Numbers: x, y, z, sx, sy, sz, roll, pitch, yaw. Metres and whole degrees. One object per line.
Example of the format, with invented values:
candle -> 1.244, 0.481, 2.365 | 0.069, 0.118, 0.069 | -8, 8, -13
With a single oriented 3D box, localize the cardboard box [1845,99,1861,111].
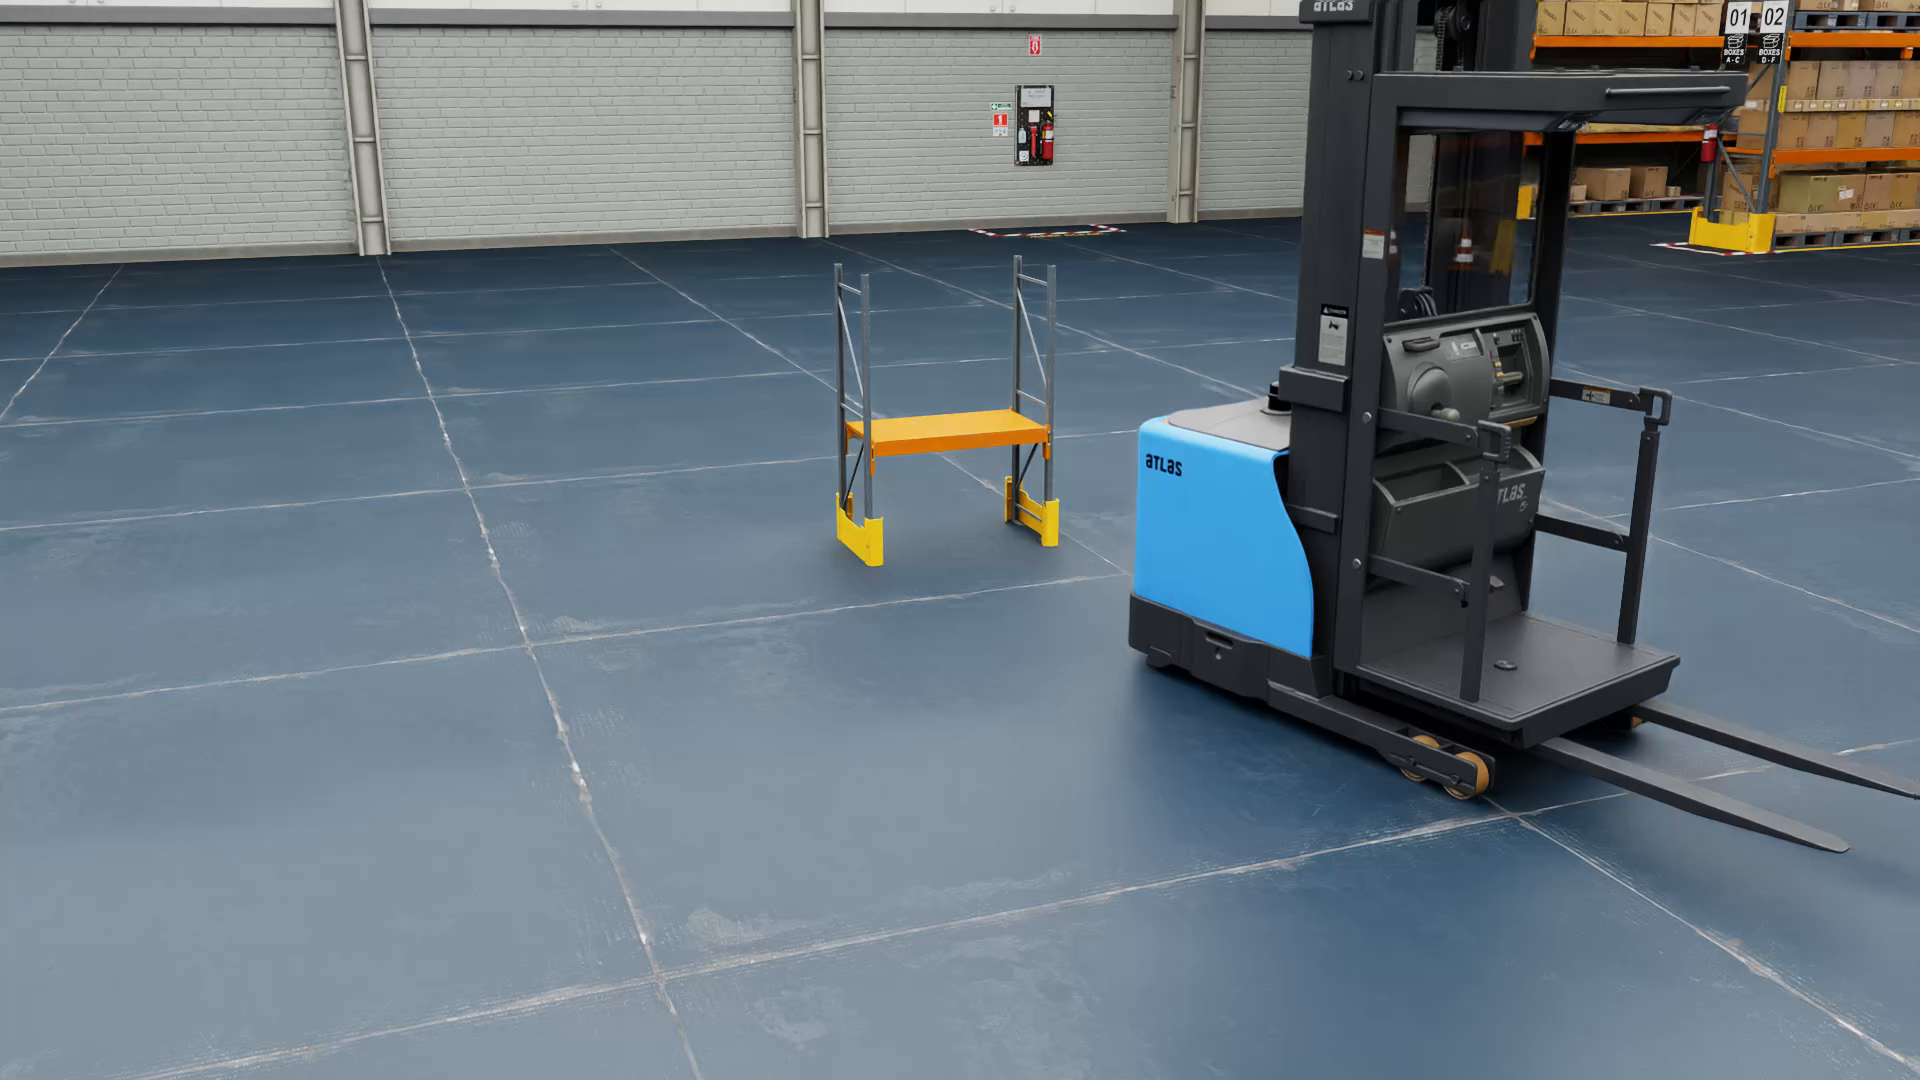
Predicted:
cardboard box -> 11.918, -5.881, 22.474 | 0.250, 0.149, 0.380 | -7, 18, -22

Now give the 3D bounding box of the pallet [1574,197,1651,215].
pallet -> 10.714, -5.602, 27.800 | 1.213, 0.211, 1.003 | -6, 17, -20

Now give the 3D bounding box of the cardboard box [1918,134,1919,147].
cardboard box -> 13.344, -5.785, 23.296 | 0.500, 0.500, 0.700 | -6, 18, -21

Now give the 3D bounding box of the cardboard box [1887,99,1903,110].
cardboard box -> 12.636, -5.958, 22.736 | 0.250, 0.149, 0.380 | -6, 17, -18

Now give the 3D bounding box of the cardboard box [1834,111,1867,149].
cardboard box -> 11.906, -5.629, 22.766 | 0.500, 0.500, 0.700 | -6, 17, -20

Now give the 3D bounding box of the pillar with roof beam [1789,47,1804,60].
pillar with roof beam -> 16.222, -9.387, 25.092 | 0.400, 9.000, 9.100 | -6, 17, -20

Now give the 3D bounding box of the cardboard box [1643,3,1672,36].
cardboard box -> 11.106, -8.408, 26.871 | 0.500, 0.500, 0.500 | -7, 18, -22

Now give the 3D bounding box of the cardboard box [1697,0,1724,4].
cardboard box -> 12.099, -8.996, 27.097 | 0.500, 0.500, 0.500 | -8, 18, -25

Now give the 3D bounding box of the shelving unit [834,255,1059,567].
shelving unit -> -0.071, -0.712, 8.861 | 1.083, 1.500, 0.587 | -6, 17, -20

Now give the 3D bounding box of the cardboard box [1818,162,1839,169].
cardboard box -> 15.029, -6.448, 29.389 | 0.500, 0.500, 0.700 | -6, 17, -20

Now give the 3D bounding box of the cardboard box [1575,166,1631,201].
cardboard box -> 10.648, -5.914, 27.569 | 0.500, 0.500, 0.700 | -7, 18, -24

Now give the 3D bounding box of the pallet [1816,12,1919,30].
pallet -> 12.321, -7.020, 22.514 | 1.213, 0.211, 1.003 | -6, 17, -20

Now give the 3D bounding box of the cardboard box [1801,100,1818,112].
cardboard box -> 11.200, -5.804, 22.211 | 0.250, 0.149, 0.380 | -7, 18, -22

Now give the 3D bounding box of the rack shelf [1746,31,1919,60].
rack shelf -> 12.378, -6.730, 22.647 | 4.000, 0.370, 1.077 | -6, 17, -20

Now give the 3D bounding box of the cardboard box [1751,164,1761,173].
cardboard box -> 13.616, -6.297, 28.872 | 0.500, 0.500, 0.700 | -7, 18, -21

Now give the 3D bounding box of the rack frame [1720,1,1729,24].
rack frame -> 12.470, -10.019, 27.247 | 0.127, 3.000, 1.000 | -6, 17, -20

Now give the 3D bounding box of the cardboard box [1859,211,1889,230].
cardboard box -> 12.493, -4.463, 23.108 | 0.500, 0.250, 0.500 | -6, 17, -20

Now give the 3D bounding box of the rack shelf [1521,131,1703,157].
rack shelf -> 10.602, -6.594, 27.507 | 4.000, 0.370, 1.077 | -6, 17, -20

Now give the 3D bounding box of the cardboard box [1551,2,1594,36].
cardboard box -> 9.651, -8.247, 26.322 | 0.500, 0.500, 0.500 | -5, 17, -16

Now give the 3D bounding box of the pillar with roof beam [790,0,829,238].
pillar with roof beam -> -0.586, -7.572, 18.912 | 0.400, 9.000, 9.100 | -6, 17, -20

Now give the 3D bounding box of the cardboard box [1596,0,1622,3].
cardboard box -> 10.143, -8.781, 26.366 | 0.500, 0.500, 0.500 | -6, 17, -19

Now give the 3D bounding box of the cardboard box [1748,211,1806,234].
cardboard box -> 11.091, -4.313, 22.595 | 0.500, 0.250, 0.500 | -6, 17, -20

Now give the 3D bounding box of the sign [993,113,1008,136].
sign -> 0.602, -6.180, 24.757 | 0.234, 0.329, 0.001 | -6, 17, -20

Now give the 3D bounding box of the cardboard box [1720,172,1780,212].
cardboard box -> 10.905, -4.809, 22.955 | 0.500, 0.500, 0.500 | -6, 17, -20

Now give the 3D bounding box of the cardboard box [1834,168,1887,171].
cardboard box -> 12.767, -5.015, 23.655 | 0.500, 0.500, 0.500 | -6, 17, -20

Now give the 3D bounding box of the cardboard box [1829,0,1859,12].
cardboard box -> 11.673, -7.094, 22.062 | 0.250, 0.149, 0.380 | -6, 17, -20

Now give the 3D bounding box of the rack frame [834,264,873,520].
rack frame -> -0.554, -0.660, 8.683 | 0.032, 1.500, 0.500 | -6, 17, -20

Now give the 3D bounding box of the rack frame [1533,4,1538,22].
rack frame -> 8.735, -9.616, 25.873 | 0.127, 3.000, 1.000 | -6, 17, -20

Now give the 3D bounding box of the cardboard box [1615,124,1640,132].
cardboard box -> 10.735, -6.797, 27.152 | 0.500, 0.250, 0.500 | -6, 17, -20

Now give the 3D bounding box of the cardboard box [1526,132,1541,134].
cardboard box -> 9.304, -6.641, 26.620 | 0.500, 0.250, 0.500 | -7, 18, -22

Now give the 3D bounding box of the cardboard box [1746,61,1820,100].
cardboard box -> 11.001, -6.154, 22.252 | 0.500, 0.500, 0.700 | -6, 17, -20

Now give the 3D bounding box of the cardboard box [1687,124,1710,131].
cardboard box -> 12.136, -6.951, 27.676 | 0.500, 0.250, 0.500 | -6, 17, -20

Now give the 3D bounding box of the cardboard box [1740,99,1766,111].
cardboard box -> 10.800, -5.883, 22.478 | 0.250, 0.149, 0.380 | -6, 18, -21

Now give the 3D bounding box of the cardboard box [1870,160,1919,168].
cardboard box -> 16.939, -6.754, 29.844 | 0.750, 0.750, 0.750 | -6, 18, -21

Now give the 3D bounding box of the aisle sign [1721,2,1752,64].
aisle sign -> 10.344, -6.753, 22.156 | 0.004, 0.787, 0.394 | -6, 17, -20

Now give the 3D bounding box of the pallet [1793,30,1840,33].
pallet -> 14.052, -8.630, 28.171 | 1.003, 0.211, 1.213 | -6, 17, -20

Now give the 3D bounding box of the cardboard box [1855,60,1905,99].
cardboard box -> 12.428, -6.310, 22.783 | 0.500, 0.500, 0.700 | -6, 17, -20

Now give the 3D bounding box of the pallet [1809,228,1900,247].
pallet -> 12.347, -4.307, 23.390 | 1.213, 0.211, 1.003 | -6, 17, -20

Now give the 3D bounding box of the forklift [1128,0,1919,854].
forklift -> 2.032, -0.636, 6.063 | 1.130, 2.935, 3.031 | -12, 20, -36

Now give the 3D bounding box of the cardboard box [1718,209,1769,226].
cardboard box -> 10.906, -4.449, 23.059 | 0.500, 0.250, 0.500 | -6, 17, -20

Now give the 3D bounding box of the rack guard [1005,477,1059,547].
rack guard -> 0.394, -0.162, 9.208 | 0.087, 0.250, 0.587 | -6, 17, -20

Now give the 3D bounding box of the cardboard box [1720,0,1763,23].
cardboard box -> 13.009, -8.864, 27.712 | 0.500, 0.500, 0.500 | -4, 17, -12

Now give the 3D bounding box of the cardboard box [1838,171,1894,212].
cardboard box -> 12.493, -4.823, 23.002 | 0.500, 0.500, 0.500 | -6, 17, -20

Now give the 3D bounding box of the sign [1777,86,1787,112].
sign -> 10.704, -5.742, 21.649 | 0.005, 0.325, 0.100 | -6, 17, -20

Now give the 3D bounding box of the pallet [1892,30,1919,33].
pallet -> 16.787, -8.972, 29.338 | 1.003, 0.211, 1.213 | -5, 17, -18

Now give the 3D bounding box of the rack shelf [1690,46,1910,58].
rack shelf -> 14.338, -8.437, 28.457 | 4.000, 0.370, 1.077 | -6, 17, -20

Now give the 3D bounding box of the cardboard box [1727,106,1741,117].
cardboard box -> 12.957, -7.442, 28.160 | 0.500, 0.500, 0.700 | -6, 17, -20
